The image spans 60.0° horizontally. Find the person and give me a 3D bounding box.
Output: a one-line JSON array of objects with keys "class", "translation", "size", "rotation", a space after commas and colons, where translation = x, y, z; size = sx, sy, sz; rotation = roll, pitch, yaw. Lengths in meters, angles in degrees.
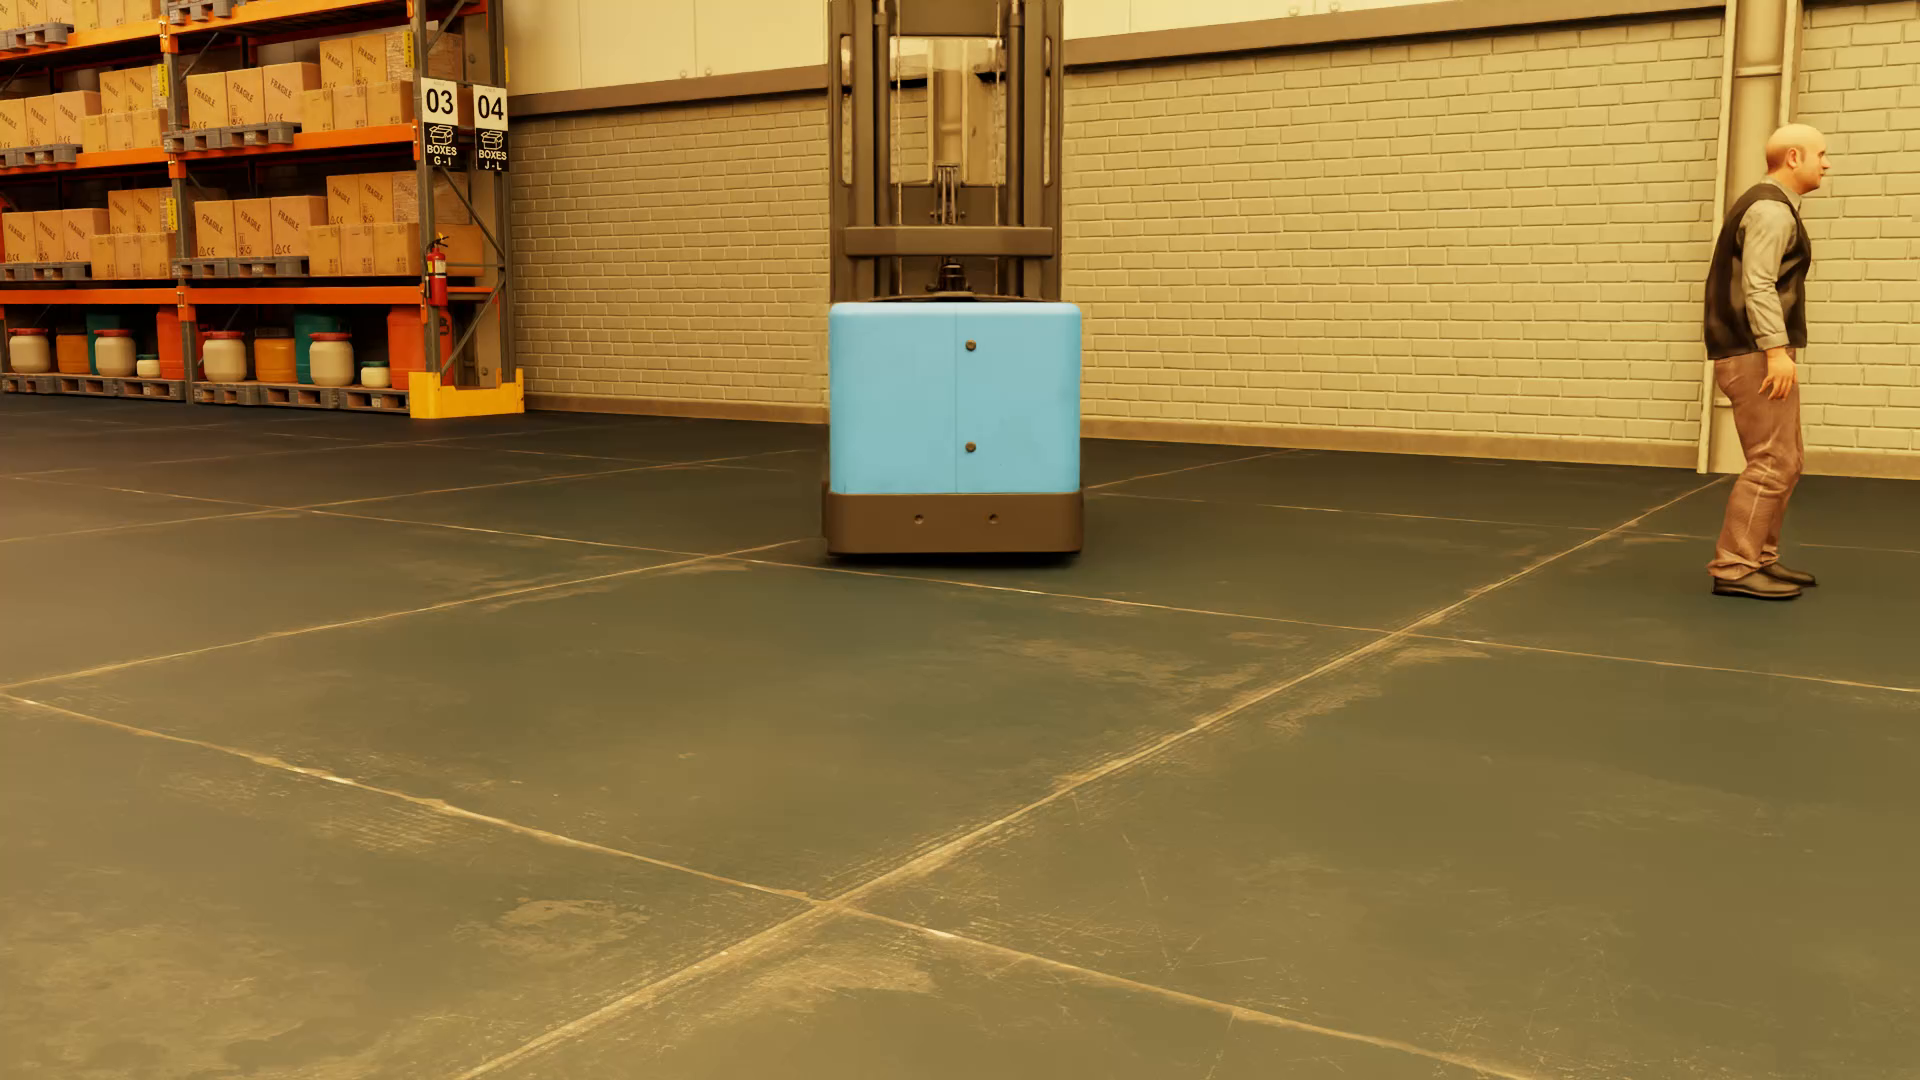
[{"class": "person", "translation": [2.991, -0.658, 6.167], "size": [0.451, 1.727, 0.590], "rotation": [4, 9, 25]}]

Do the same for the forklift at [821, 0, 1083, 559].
[{"class": "forklift", "translation": [-0.078, -1.541, 8.032], "size": [1.130, 2.935, 3.031], "rotation": [0, 8, -2]}]
